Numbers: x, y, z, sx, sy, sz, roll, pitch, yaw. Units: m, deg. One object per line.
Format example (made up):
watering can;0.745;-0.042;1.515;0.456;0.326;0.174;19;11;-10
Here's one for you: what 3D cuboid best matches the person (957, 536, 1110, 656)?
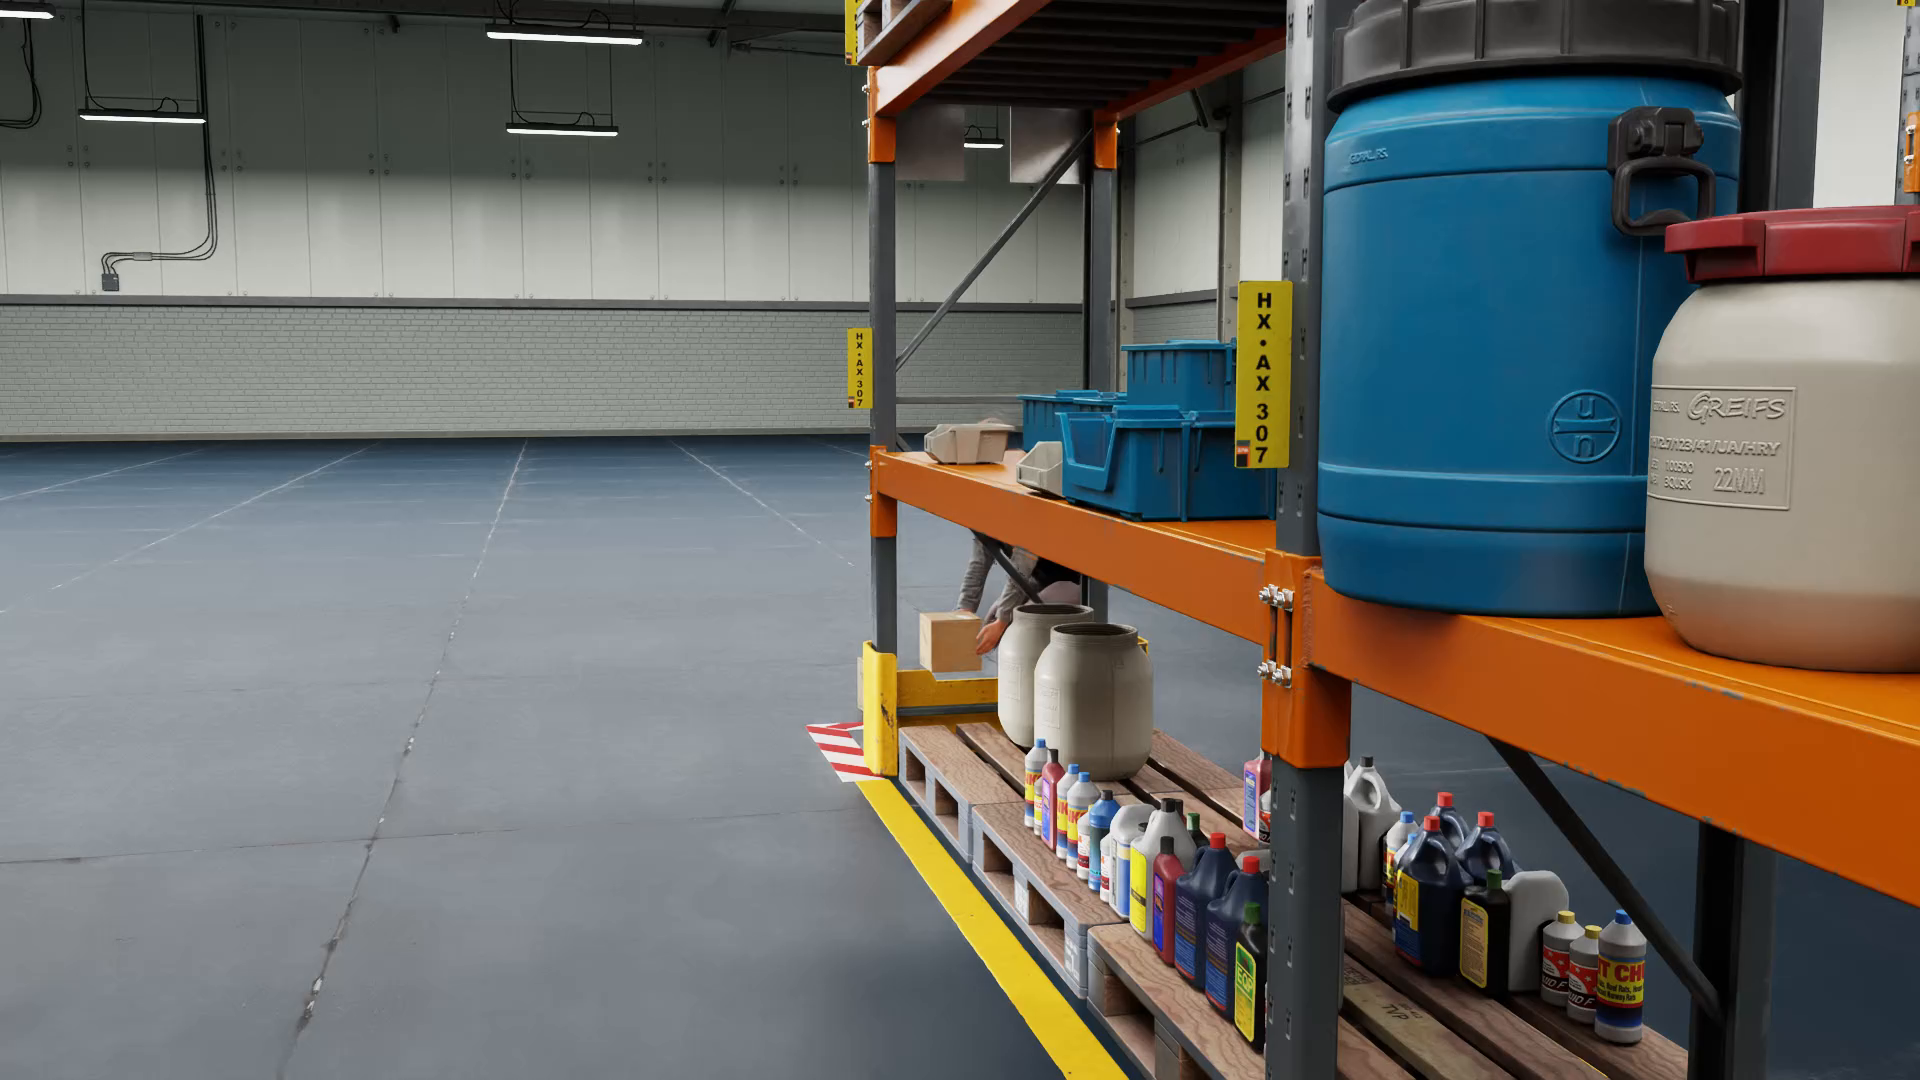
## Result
person;0.350;0.244;8.090;0.819;1.128;0.565;-2;6;-21
